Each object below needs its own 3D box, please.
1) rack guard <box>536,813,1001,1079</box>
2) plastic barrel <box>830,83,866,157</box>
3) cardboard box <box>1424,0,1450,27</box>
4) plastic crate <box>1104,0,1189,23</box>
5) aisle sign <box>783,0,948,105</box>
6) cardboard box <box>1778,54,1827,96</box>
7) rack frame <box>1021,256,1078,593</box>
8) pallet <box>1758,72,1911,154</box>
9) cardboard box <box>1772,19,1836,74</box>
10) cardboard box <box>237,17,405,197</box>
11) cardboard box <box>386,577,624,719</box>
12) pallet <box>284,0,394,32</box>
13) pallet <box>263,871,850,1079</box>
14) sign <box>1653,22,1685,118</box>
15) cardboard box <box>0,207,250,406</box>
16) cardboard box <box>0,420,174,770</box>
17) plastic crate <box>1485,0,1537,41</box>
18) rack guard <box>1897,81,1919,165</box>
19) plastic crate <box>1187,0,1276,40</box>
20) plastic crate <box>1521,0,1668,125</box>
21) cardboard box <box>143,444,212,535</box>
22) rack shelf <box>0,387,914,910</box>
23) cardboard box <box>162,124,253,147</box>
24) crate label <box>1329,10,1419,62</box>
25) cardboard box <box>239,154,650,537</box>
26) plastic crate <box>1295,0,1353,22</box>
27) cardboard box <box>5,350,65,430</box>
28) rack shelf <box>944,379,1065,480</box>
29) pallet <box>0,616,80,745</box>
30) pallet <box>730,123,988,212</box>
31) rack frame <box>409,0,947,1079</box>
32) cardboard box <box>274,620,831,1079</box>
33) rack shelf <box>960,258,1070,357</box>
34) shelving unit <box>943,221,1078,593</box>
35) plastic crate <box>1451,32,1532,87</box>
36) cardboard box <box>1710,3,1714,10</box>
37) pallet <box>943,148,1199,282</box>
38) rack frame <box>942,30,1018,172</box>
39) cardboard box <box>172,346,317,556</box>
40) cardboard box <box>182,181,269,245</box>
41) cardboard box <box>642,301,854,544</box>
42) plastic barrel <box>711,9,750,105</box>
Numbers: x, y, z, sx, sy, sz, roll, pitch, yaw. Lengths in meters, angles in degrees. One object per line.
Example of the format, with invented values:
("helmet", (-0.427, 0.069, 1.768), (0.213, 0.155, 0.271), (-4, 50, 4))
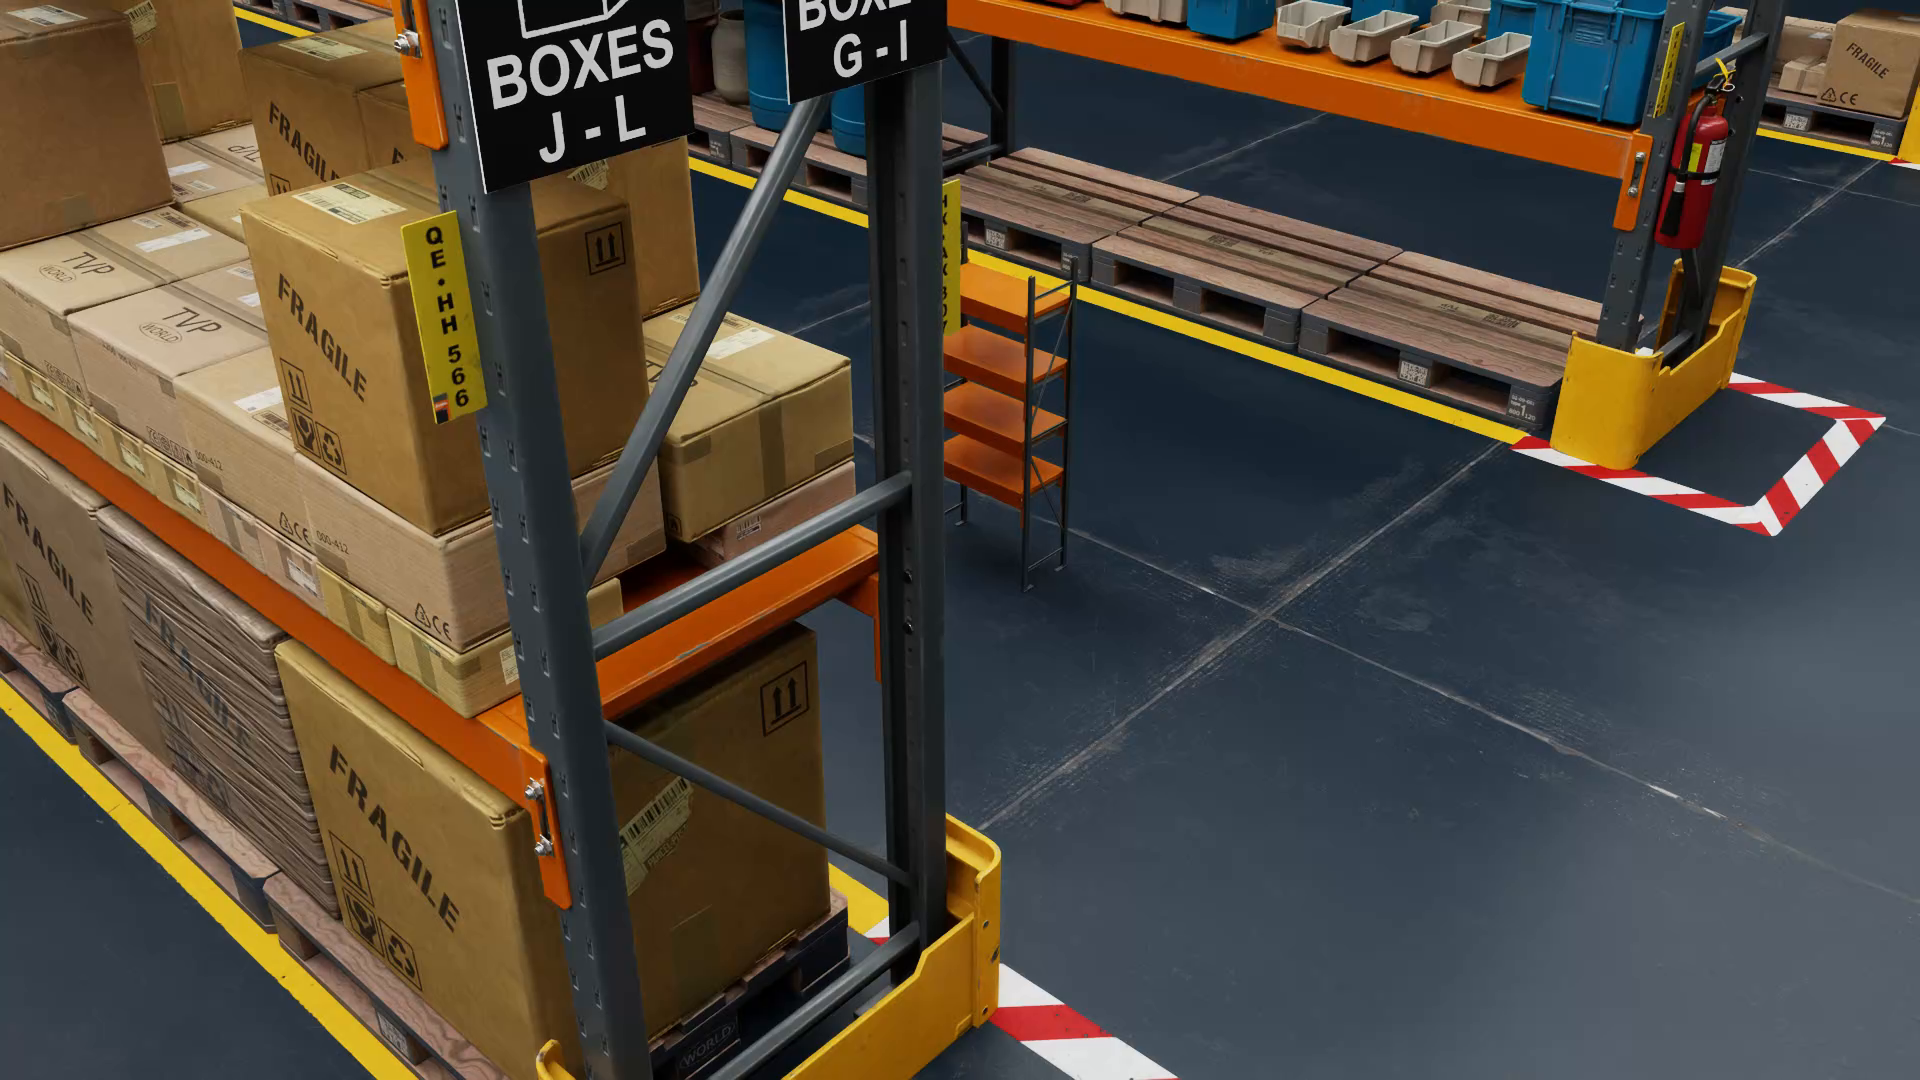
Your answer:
("rack guard", (-0.393, 1.136, 3.878), (0.348, 0.500, 1.175), (25, 39, 35))
("plastic barrel", (-0.445, -2.697, 9.450), (0.708, 0.901, 0.600), (25, 39, 35))
("cardboard box", (3.439, -3.923, 12.039), (0.500, 0.311, 0.500), (25, 39, 35))
("plastic crate", (0.955, -2.598, 7.713), (0.530, 0.282, 0.437), (25, 39, 35))
("aisle sign", (-0.156, -1.147, 2.726), (0.004, 0.787, 0.394), (25, 39, 35))
("cardboard box", (5.431, -2.973, 10.601), (0.250, 0.166, 0.380), (25, 39, 35))
("rack frame", (0.304, -0.372, 5.705), (0.015, 1.200, 0.240), (25, 39, 35))
("pallet", (5.591, -2.837, 10.759), (1.213, 0.211, 1.003), (25, 39, 35))
("cardboard box", (5.656, -3.210, 10.914), (0.500, 0.250, 0.500), (25, 39, 35))
("cardboard box", (-1.345, -0.947, 4.045), (0.500, 0.500, 0.500), (24, 38, 34))
("cardboard box", (-0.896, 0.167, 3.308), (0.250, 0.149, 0.380), (26, 40, 36))
("pallet", (-4.468, -4.117, 12.883), (1.213, 0.211, 1.003), (25, 39, 35))
("pallet", (-1.056, 1.005, 4.377), (1.213, 0.211, 1.003), (25, 39, 35))
("sign", (2.555, -1.691, 5.993), (0.005, 0.325, 0.100), (25, 39, 35))
("cardboard box", (-2.091, -0.603, 4.201), (0.500, 0.250, 0.500), (25, 39, 35))
("cardboard box", (-2.274, -0.027, 5.039), (0.875, 0.875, 0.875), (25, 39, 35))
("plastic crate", (2.462, -2.230, 7.151), (0.300, 0.233, 0.416), (25, 39, 35))
("rack guard", (6.183, -2.686, 10.226), (0.348, 0.500, 1.175), (25, 39, 35))
("plastic crate", (1.218, -2.404, 7.439), (0.300, 0.233, 0.416), (25, 39, 35))
("plastic crate", (2.539, -1.923, 6.443), (0.499, 0.435, 0.616), (25, 39, 35))
("cardboard box", (-1.654, -0.186, 3.894), (0.250, 0.149, 0.380), (24, 39, 34))
("rack shelf", (-1.894, -0.327, 4.583), (4.000, 0.370, 1.077), (25, 39, 35))
("cardboard box", (-2.488, -1.160, 5.126), (0.500, 0.250, 0.500), (26, 40, 36))
("crate label", (1.758, -2.156, 7.120), (0.243, 0.136, 0.396), (25, 39, 35))
("cardboard box", (-0.949, -0.396, 3.129), (0.500, 0.500, 0.500), (26, 39, 36))
("plastic crate", (1.752, -2.562, 7.702), (0.300, 0.233, 0.416), (25, 39, 35))
("cardboard box", (-2.224, -0.452, 4.335), (0.250, 0.149, 0.380), (24, 38, 34))
("rack shelf", (0.123, -0.399, 5.880), (0.480, 0.148, 0.258), (25, 39, 35))
("pallet", (-2.866, 0.160, 5.779), (1.213, 0.211, 1.003), (25, 39, 35))
("pallet", (-0.597, -2.310, 9.882), (1.213, 0.211, 1.003), (25, 39, 35))
("rack frame", (-0.411, 0.057, 3.247), (0.127, 3.000, 1.000), (25, 39, 35))
("cardboard box", (-0.939, 0.596, 4.004), (0.875, 0.875, 0.875), (25, 39, 35))
("rack shelf", (0.123, -0.793, 5.643), (0.480, 0.148, 0.258), (25, 39, 35))
("shelving unit", (0.123, -0.457, 5.845), (0.503, 1.200, 0.258), (25, 39, 35))
("plastic crate", (2.186, -1.963, 6.800), (0.243, 0.136, 0.396), (25, 39, 35))
("cardboard box", (4.670, -3.585, 11.291), (0.637, 0.503, 0.797), (25, 39, 35))
("pallet", (0.518, -1.787, 9.014), (1.213, 0.211, 1.003), (25, 39, 35))
("rack frame", (-0.053, -3.222, 8.693), (0.127, 3.000, 1.000), (25, 39, 35))
("cardboard box", (-1.324, -0.249, 3.612), (0.500, 0.250, 0.500), (24, 39, 34))
("cardboard box", (-1.736, -0.807, 4.539), (0.500, 0.250, 0.500), (24, 39, 34))
("cardboard box", (-0.586, -0.276, 3.657), (0.500, 0.250, 0.500), (24, 38, 34))
("plastic barrel", (-1.329, -3.005, 10.339), (0.421, 0.512, 0.421), (0, 31, 0))
